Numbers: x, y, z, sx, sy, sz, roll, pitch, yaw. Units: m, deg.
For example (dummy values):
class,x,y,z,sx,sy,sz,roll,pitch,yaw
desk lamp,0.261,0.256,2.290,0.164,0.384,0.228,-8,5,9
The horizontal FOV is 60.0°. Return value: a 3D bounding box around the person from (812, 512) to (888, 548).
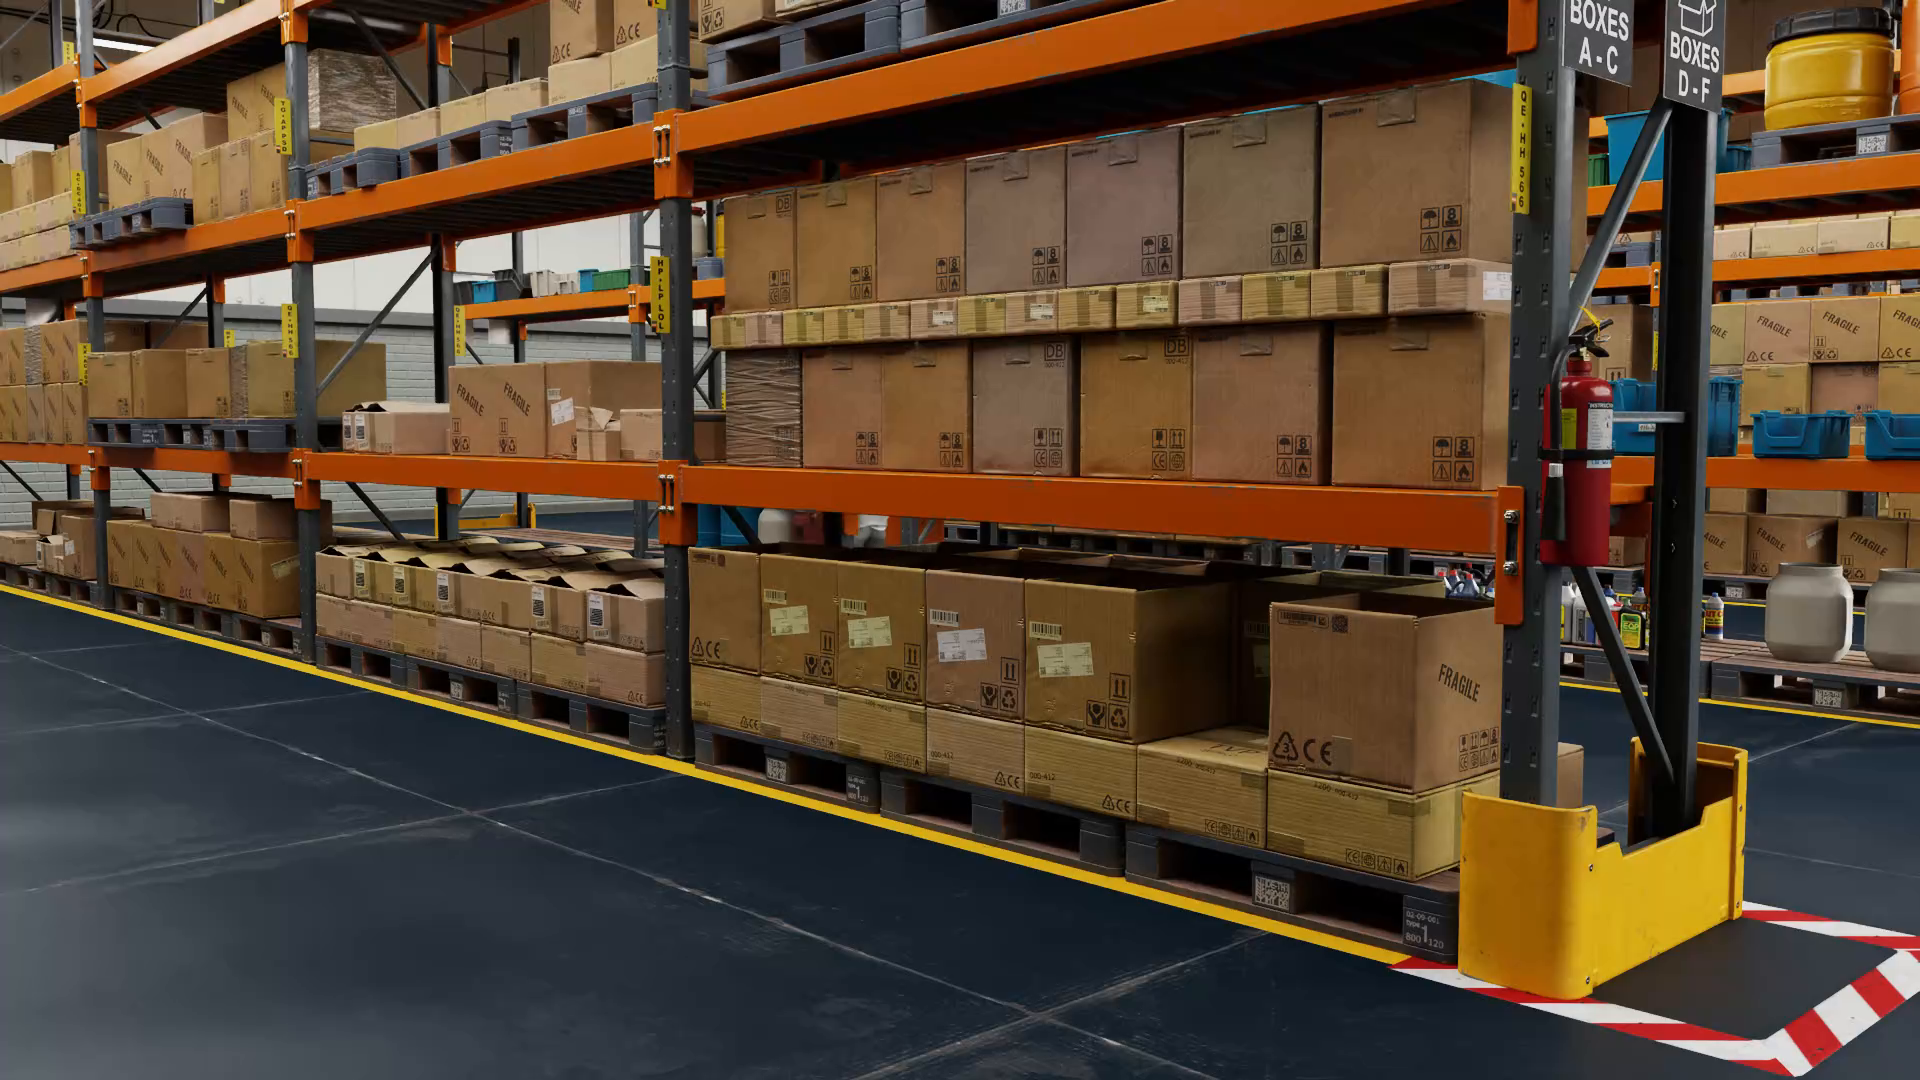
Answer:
class,x,y,z,sx,sy,sz,roll,pitch,yaw
person,-0.695,-0.061,10.656,0.404,1.593,0.494,-4,6,-43
